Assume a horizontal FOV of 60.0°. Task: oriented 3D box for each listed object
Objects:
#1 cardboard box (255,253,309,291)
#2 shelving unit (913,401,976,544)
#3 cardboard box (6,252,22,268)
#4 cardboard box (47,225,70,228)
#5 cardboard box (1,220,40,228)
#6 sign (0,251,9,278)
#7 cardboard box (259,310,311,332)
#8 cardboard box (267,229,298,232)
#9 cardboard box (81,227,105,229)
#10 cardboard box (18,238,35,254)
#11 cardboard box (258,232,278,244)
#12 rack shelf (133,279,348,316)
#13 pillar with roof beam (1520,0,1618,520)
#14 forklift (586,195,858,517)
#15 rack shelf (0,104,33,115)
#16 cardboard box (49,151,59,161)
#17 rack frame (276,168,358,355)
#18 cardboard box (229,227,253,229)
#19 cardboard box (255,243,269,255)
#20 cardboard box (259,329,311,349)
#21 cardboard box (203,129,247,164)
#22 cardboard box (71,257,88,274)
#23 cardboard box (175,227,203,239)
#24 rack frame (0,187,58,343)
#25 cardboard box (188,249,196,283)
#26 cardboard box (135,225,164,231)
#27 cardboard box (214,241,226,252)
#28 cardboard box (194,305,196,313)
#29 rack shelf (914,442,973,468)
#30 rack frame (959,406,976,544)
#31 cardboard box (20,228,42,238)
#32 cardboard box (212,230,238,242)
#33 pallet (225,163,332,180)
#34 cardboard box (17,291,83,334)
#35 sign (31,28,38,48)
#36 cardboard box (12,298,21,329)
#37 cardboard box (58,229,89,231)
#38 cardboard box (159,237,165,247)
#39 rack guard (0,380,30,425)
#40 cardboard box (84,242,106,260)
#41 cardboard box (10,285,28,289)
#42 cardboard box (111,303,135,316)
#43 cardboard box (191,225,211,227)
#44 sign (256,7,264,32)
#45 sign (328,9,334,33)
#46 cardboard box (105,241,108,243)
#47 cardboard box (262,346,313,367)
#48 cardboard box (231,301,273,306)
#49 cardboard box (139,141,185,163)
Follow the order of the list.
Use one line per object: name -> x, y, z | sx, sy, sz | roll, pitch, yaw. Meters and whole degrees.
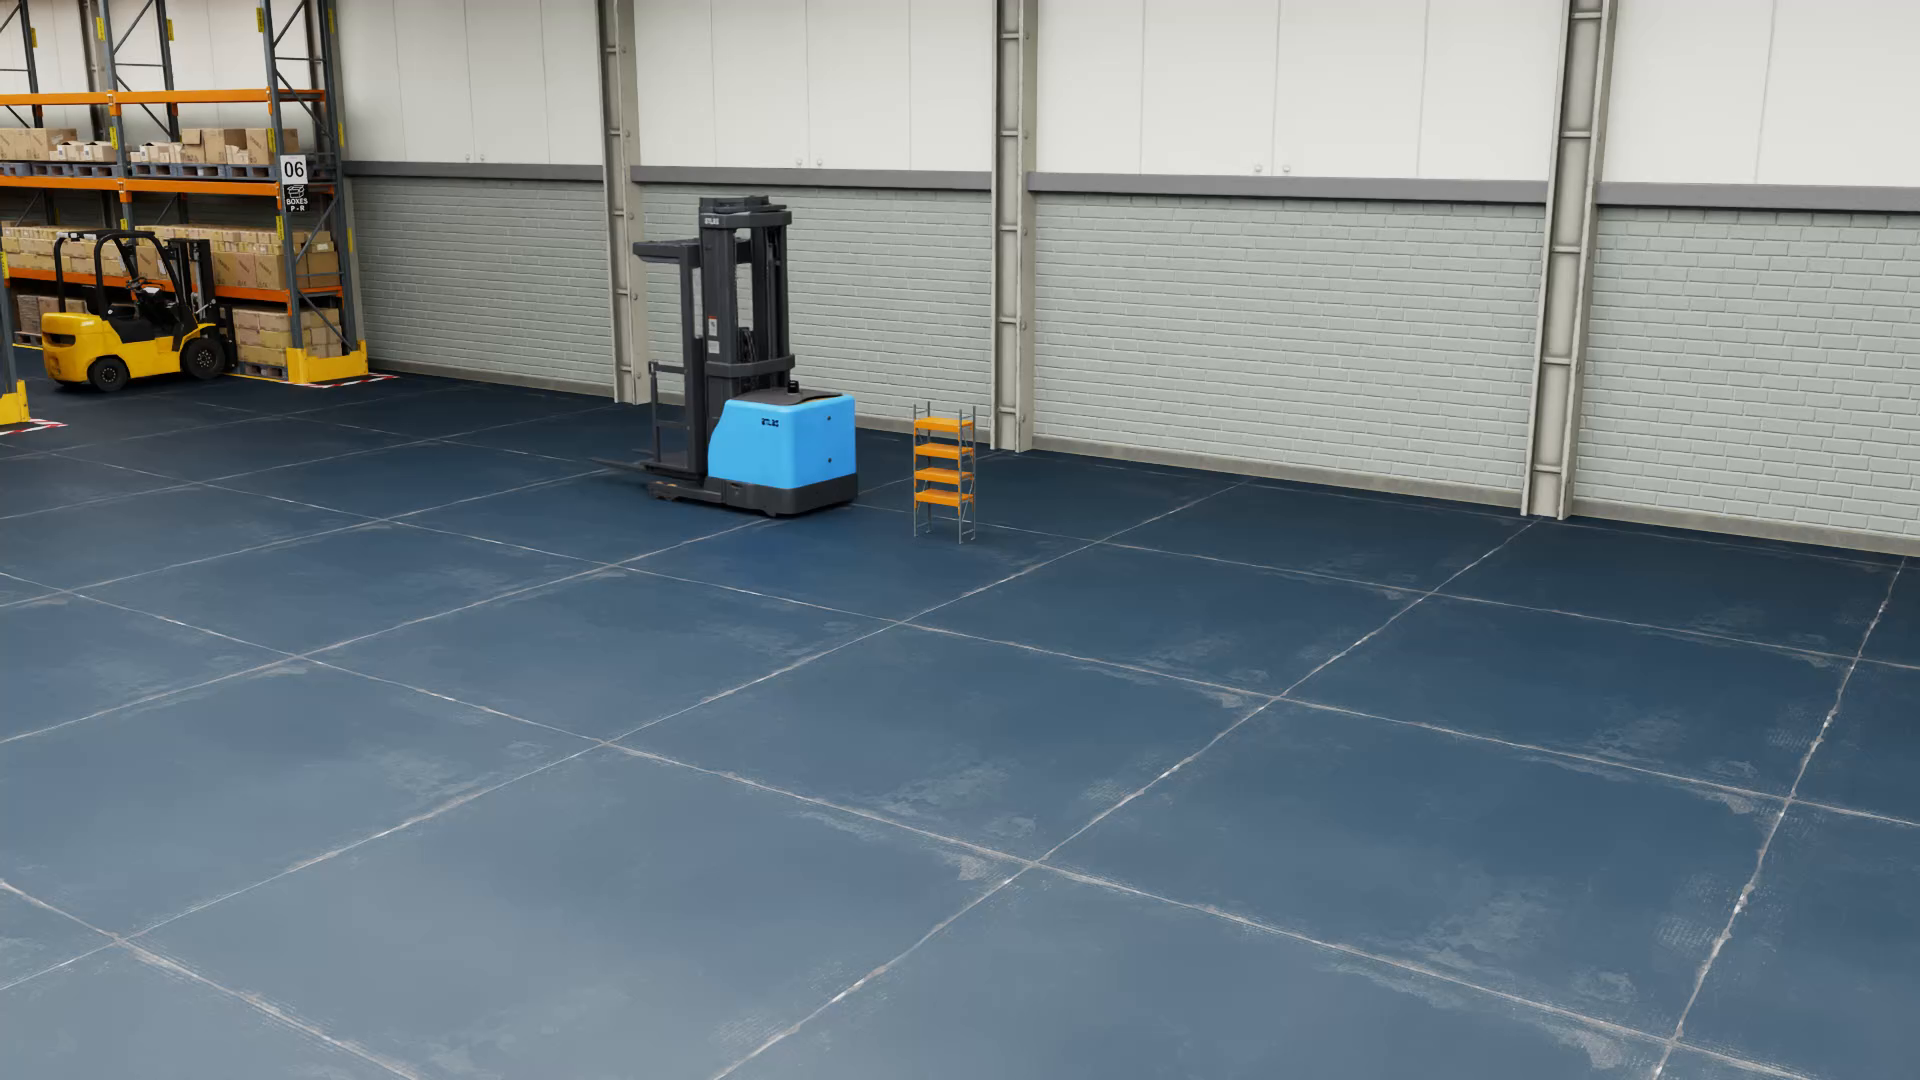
cardboard box -> -9.844, -3.903, 24.139 | 0.500, 0.500, 0.500 | 9, 16, 32
shelving unit -> -0.137, -0.605, 14.769 | 0.503, 1.200, 0.258 | 9, 17, 33
cardboard box -> -15.696, -4.733, 28.011 | 0.500, 0.250, 0.500 | 9, 17, 33
cardboard box -> -15.265, -5.261, 28.275 | 0.250, 0.149, 0.380 | 10, 17, 34
cardboard box -> -16.267, -5.266, 28.772 | 0.500, 0.500, 0.500 | 10, 17, 35
sign -> -11.754, -3.379, 20.429 | 0.005, 0.325, 0.100 | 9, 17, 33
cardboard box -> -9.846, -3.195, 24.254 | 0.500, 0.250, 0.500 | 10, 17, 35
cardboard box -> -10.071, -4.547, 24.771 | 0.250, 0.149, 0.380 | 9, 17, 33
cardboard box -> -14.415, -5.128, 27.737 | 0.250, 0.149, 0.380 | 9, 16, 32
cardboard box -> -15.281, -4.908, 27.679 | 0.500, 0.250, 0.500 | 10, 17, 35
cardboard box -> -9.926, -4.381, 24.103 | 0.250, 0.149, 0.380 | 9, 17, 33
rack shelf -> -10.949, -3.760, 25.266 | 4.000, 0.370, 1.077 | 9, 17, 33
pillar with roof beam -> 3.169, -3.754, 11.259 | 0.400, 9.000, 9.100 | 9, 17, 33
forklift -> -2.482, -1.901, 16.401 | 3.031, 2.935, 1.130 | 10, 17, 35
rack shelf -> -17.587, -7.551, 28.927 | 4.000, 0.370, 1.077 | 9, 17, 33
cardboard box -> -14.330, -6.154, 26.639 | 0.250, 0.149, 0.380 | 9, 16, 32
rack frame -> -9.289, -3.841, 24.096 | 0.127, 3.000, 1.000 | 9, 17, 33
cardboard box -> -10.938, -4.684, 25.326 | 0.250, 0.149, 0.380 | 10, 17, 34
cardboard box -> -9.962, -4.223, 24.083 | 0.250, 0.149, 0.380 | 9, 17, 34
cardboard box -> -9.868, -2.956, 24.328 | 0.500, 0.250, 0.500 | 9, 16, 32
cardboard box -> -10.587, -5.766, 24.340 | 0.500, 0.500, 0.700 | 9, 17, 33
cardboard box -> -13.988, -4.459, 26.905 | 0.500, 0.250, 0.500 | 9, 17, 33
cardboard box -> -11.639, -4.649, 25.185 | 0.250, 0.149, 0.380 | 9, 16, 32
rack frame -> -15.928, -4.914, 28.430 | 0.127, 3.000, 1.000 | 9, 17, 33
cardboard box -> -11.524, -4.180, 25.258 | 0.500, 0.500, 0.500 | 9, 17, 32
cardboard box -> -12.510, -4.783, 25.726 | 0.250, 0.149, 0.380 | 10, 17, 34
cardboard box -> -10.812, -4.362, 24.644 | 0.250, 0.149, 0.380 | 9, 17, 33
cardboard box -> -11.544, -3.469, 25.363 | 0.500, 0.250, 0.500 | 10, 17, 35
rack shelf -> -0.137, -0.756, 14.731 | 0.480, 0.148, 0.258 | 9, 17, 33
rack frame -> 0.065, -0.572, 14.636 | 0.015, 1.200, 0.240 | 9, 17, 33
cardboard box -> -15.378, -5.111, 27.668 | 0.250, 0.149, 0.380 | 10, 17, 34
cardboard box -> -10.819, -4.506, 24.605 | 0.250, 0.149, 0.380 | 10, 17, 34
pallet -> -9.862, -5.354, 24.150 | 1.213, 0.211, 1.003 | 9, 17, 33
cardboard box -> -15.418, -3.878, 28.316 | 0.625, 0.625, 0.875 | 10, 17, 35
sign -> -15.621, -8.467, 28.027 | 0.005, 0.325, 0.100 | 9, 17, 33
cardboard box -> -16.398, -3.918, 28.736 | 0.500, 0.500, 0.500 | 10, 17, 34
cardboard box -> -14.481, -4.989, 27.176 | 0.250, 0.149, 0.380 | 9, 17, 33
cardboard box -> -12.043, -4.582, 25.531 | 0.250, 0.149, 0.380 | 9, 17, 33
rack guard -> -12.120, -1.647, 20.438 | 0.348, 0.500, 1.175 | 9, 17, 33
cardboard box -> -13.590, -4.629, 26.554 | 0.500, 0.250, 0.500 | 9, 16, 31
cardboard box -> -16.643, -4.409, 29.371 | 0.250, 0.149, 0.380 | 9, 17, 34
cardboard box -> -13.048, -3.496, 26.772 | 0.625, 0.625, 0.875 | 10, 17, 35
cardboard box -> -11.763, -4.828, 25.906 | 0.250, 0.149, 0.380 | 9, 17, 32
sign -> -9.604, -7.138, 22.824 | 0.005, 0.325, 0.100 | 9, 17, 33
sign -> -8.974, -7.393, 23.688 | 0.005, 0.325, 0.100 | 9, 17, 33
cardboard box -> -13.414, -4.816, 26.480 | 0.250, 0.149, 0.380 | 9, 17, 33
cardboard box -> -9.856, -2.710, 24.376 | 0.500, 0.250, 0.500 | 9, 17, 33
cardboard box -> -10.830, -3.503, 25.499 | 0.500, 0.250, 0.500 | 9, 16, 32
cardboard box -> -12.054, -5.882, 25.204 | 0.500, 0.311, 0.500 | 10, 17, 34
